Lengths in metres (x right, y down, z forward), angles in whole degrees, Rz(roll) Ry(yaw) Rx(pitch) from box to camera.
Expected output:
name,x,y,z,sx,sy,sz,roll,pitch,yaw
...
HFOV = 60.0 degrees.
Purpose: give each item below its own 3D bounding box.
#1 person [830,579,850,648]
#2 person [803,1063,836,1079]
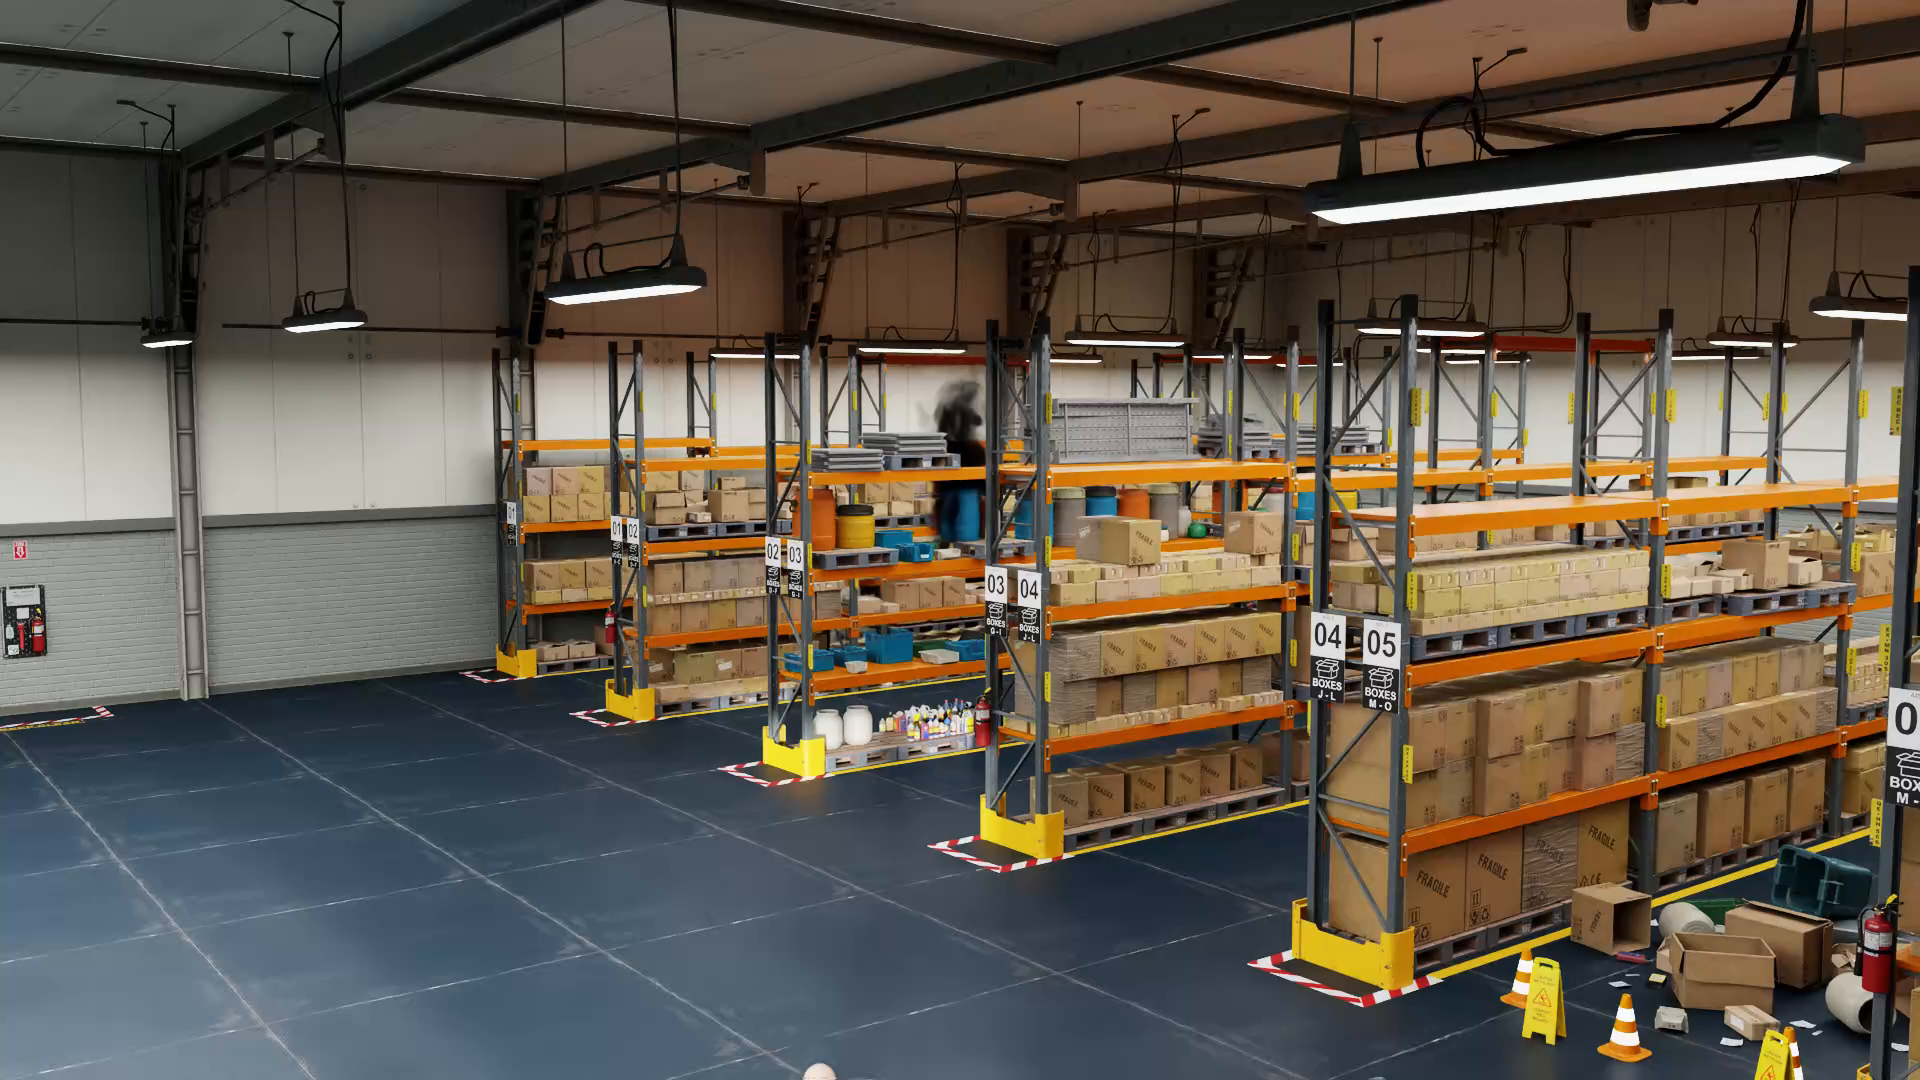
name,x,y,z,sx,sy,sz,roll,pitch,yaw
person,-2.219,1.475,31.442,1.004,1.777,0.652,-4,6,-38
person,-0.703,3.522,8.404,0.710,1.781,1.049,0,5,-2
